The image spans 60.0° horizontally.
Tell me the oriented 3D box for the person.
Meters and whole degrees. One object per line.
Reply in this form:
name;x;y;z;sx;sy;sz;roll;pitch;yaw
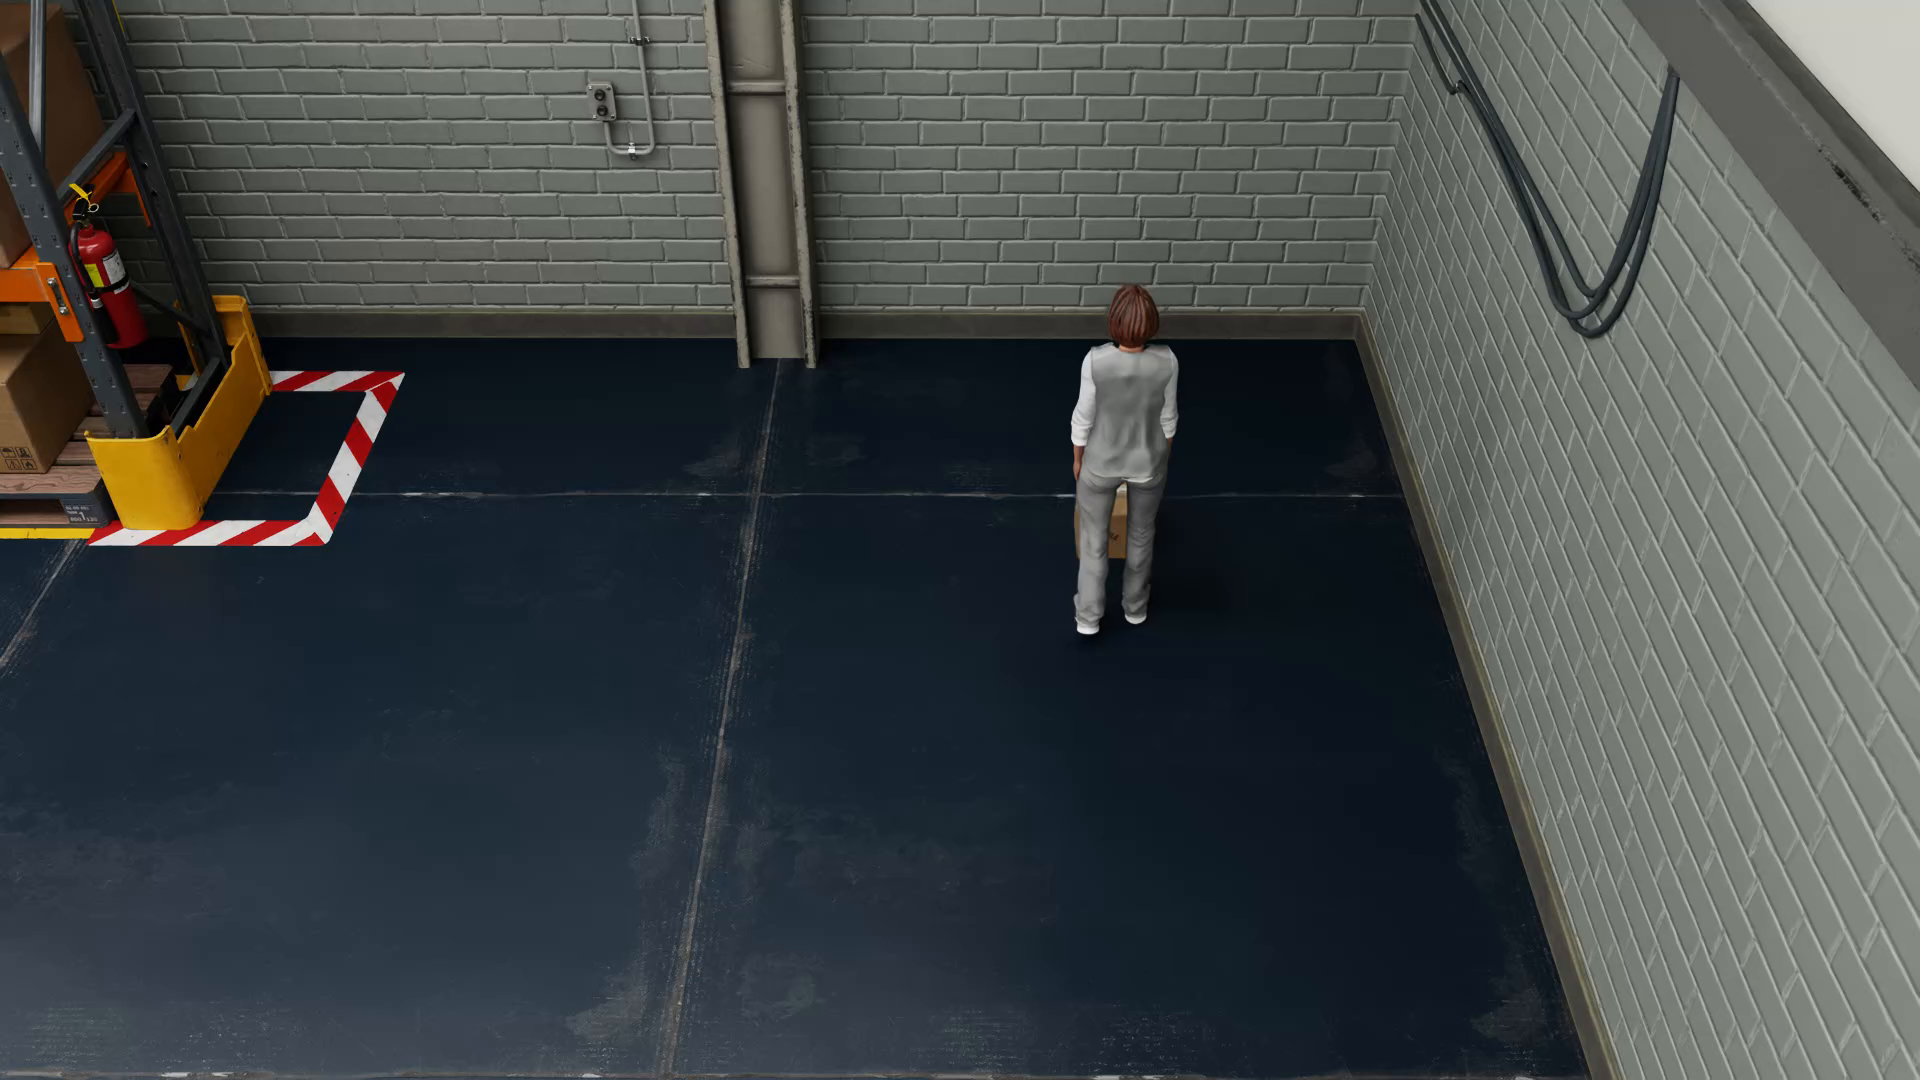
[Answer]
person;0.631;-0.289;6.531;0.410;1.632;0.371;1;40;1
